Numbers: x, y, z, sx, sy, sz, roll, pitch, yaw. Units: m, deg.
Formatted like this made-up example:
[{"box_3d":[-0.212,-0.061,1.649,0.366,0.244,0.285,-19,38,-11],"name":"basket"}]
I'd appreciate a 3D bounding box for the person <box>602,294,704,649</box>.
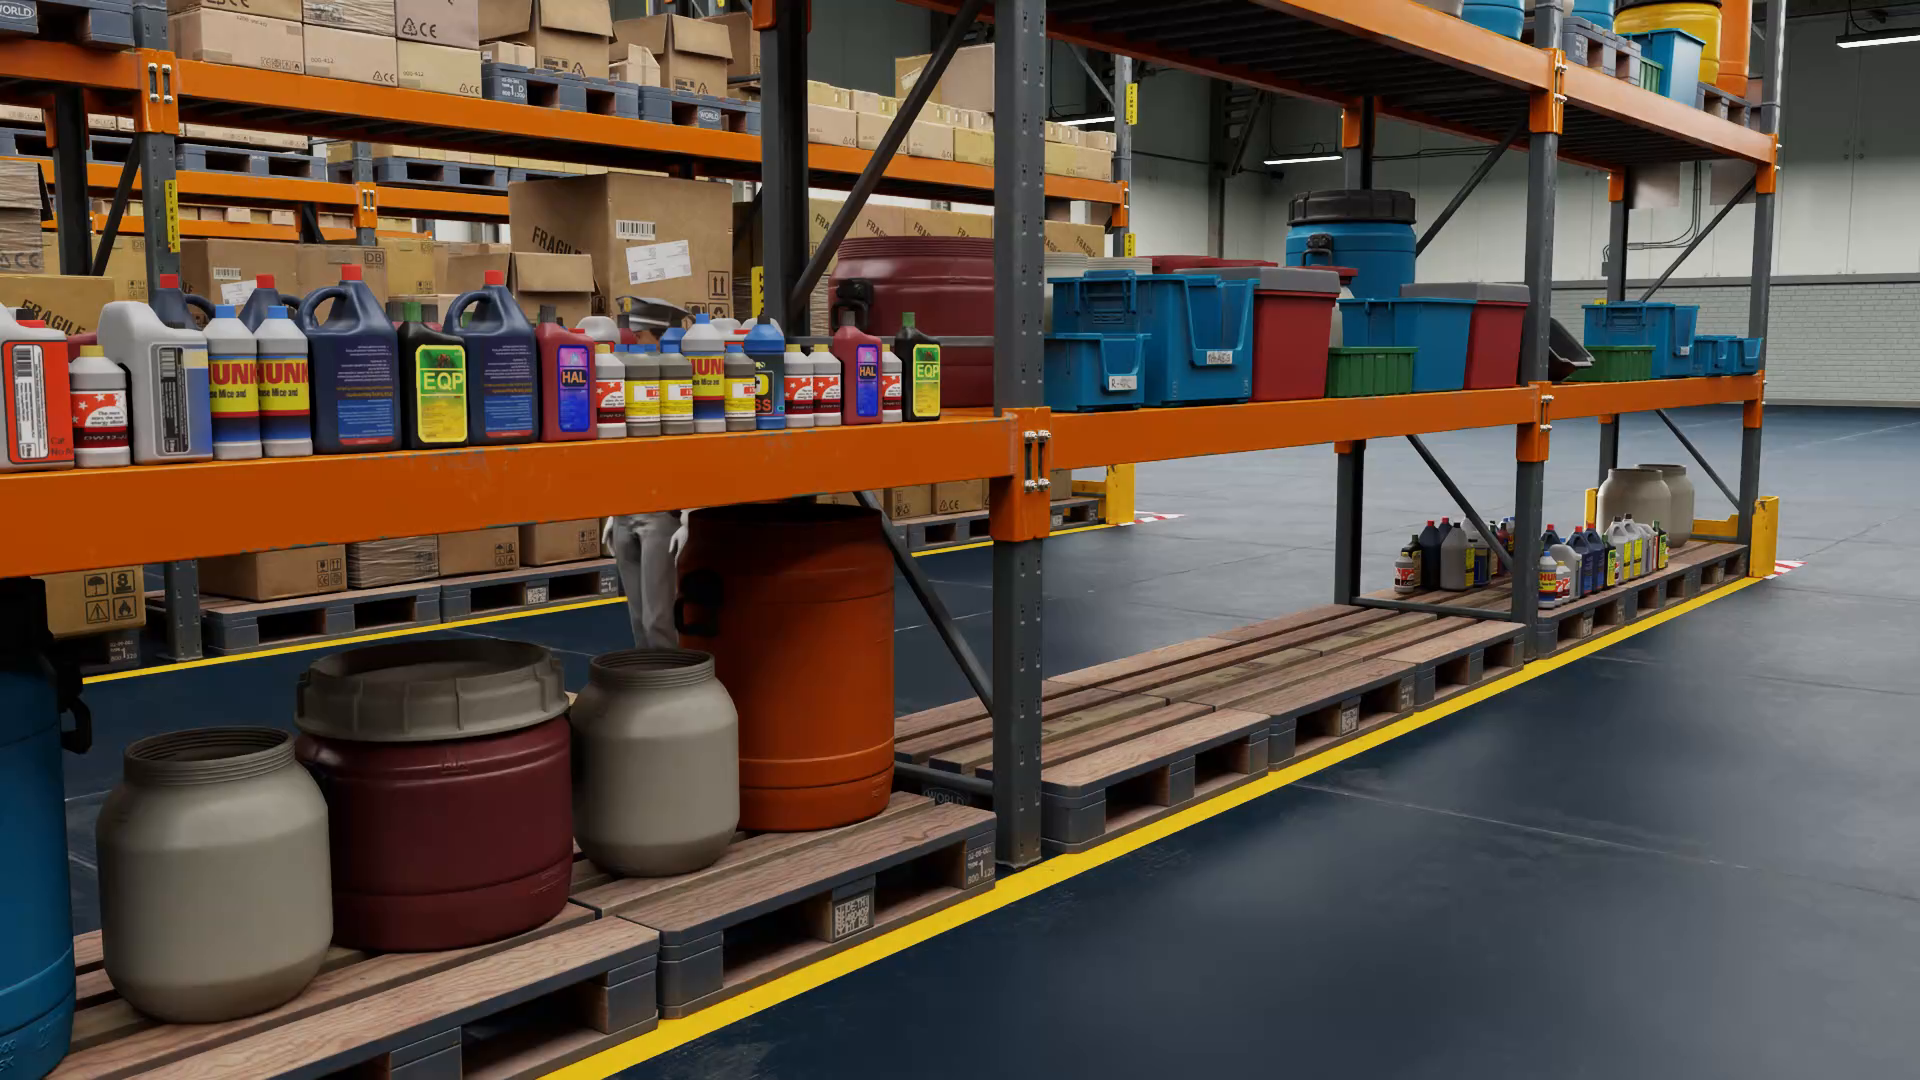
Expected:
[{"box_3d":[-1.182,-0.028,6.184,0.383,1.747,0.522,-7,10,-45],"name":"person"}]
